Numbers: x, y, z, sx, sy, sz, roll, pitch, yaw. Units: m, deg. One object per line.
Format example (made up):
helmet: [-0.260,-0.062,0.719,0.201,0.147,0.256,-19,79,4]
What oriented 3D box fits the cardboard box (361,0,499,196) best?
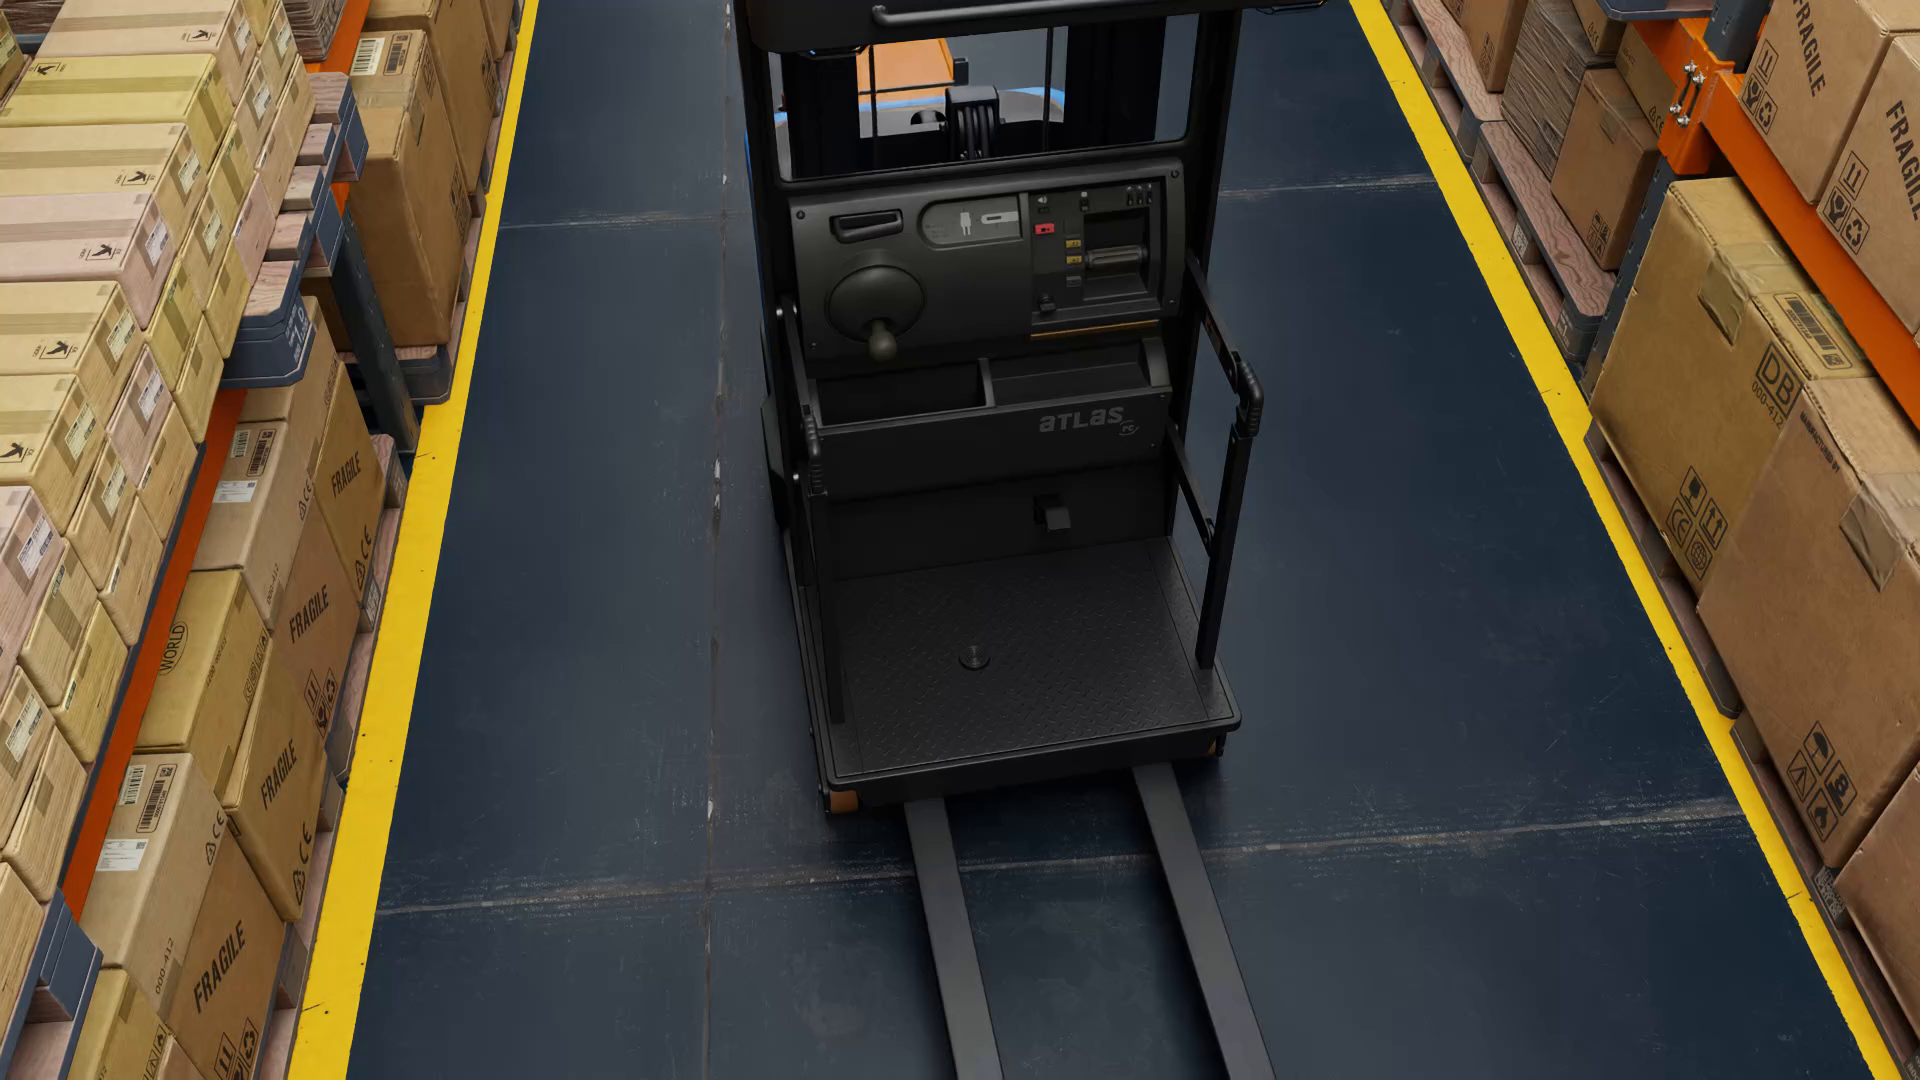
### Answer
cardboard box: [-2.346,-1.775,6.126,1.050,0.750,0.750,-3,47,-3]

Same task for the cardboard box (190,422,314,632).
cardboard box: [-1.937,-0.025,4.124,0.500,0.250,0.500,-3,47,-3]

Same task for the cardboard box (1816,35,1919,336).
cardboard box: [2.458,-0.848,3.918,0.500,0.500,0.500,-5,47,-4]

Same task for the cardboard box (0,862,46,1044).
cardboard box: [-1.614,0.634,2.467,0.380,0.149,0.250,-3,47,-3]

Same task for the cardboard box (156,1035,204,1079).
cardboard box: [-1.817,1.350,3.338,0.500,0.500,0.500,-2,47,-1]

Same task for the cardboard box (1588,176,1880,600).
cardboard box: [2.680,-0.468,4.801,1.225,0.875,0.875,-5,47,-5]

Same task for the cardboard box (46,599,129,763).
cardboard box: [-1.663,0.253,2.829,0.380,0.149,0.250,-4,47,-4]

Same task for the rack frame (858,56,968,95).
rack frame: [-0.223,-1.058,5.477,0.500,1.125,0.032,-8,47,-7]

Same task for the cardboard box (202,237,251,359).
cardboard box: [-1.751,-0.509,3.550,0.380,0.149,0.250,-4,47,-4]

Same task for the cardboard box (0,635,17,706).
cardboard box: [-1.637,0.239,2.431,0.380,0.149,0.250,-4,47,-4]

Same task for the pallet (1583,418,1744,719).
pallet: [2.634,-0.021,5.124,1.003,0.211,1.213,-3,47,-3]

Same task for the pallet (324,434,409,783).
pallet: [-2.244,0.198,4.917,1.003,0.211,1.213,-3,47,-3]

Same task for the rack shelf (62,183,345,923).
rack shelf: [-2.141,0.368,3.331,1.077,0.370,4.000,-3,47,-3]

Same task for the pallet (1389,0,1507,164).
pallet: [2.480,-2.042,7.038,1.003,0.211,1.213,-3,47,-3]

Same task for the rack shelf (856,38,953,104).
rack shelf: [-0.318,-1.622,5.608,0.538,0.278,1.000,-8,47,-7]

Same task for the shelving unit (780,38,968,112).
shelving unit: [-0.318,-1.421,5.821,0.538,1.125,1.048,-8,47,-7]

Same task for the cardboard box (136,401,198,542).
cardboard box: [-1.707,-0.127,3.188,0.380,0.149,0.250,-2,47,-2]

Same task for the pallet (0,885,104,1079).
pallet: [-1.893,1.072,2.301,1.003,0.211,1.213,-3,47,-3]

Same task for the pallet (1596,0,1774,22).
pallet: [2.477,-1.998,5.208,1.213,0.211,1.003,-3,47,-3]

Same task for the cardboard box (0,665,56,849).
cardboard box: [-1.641,0.337,2.543,0.380,0.149,0.250,-2,47,-2]

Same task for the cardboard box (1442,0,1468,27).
cardboard box: [2.406,-2.544,7.012,0.700,0.500,0.500,-7,47,-7]

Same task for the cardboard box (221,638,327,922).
cardboard box: [-1.893,0.607,4.042,0.500,0.500,0.500,-5,47,-5]

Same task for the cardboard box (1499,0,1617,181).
cardboard box: [2.507,-1.730,6.241,0.700,0.500,0.500,-7,47,-7]

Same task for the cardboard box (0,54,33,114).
cardboard box: [-2.472,-1.048,4.060,0.380,0.149,0.250,-4,47,-4]

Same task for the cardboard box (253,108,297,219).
cardboard box: [-1.790,-0.875,3.897,0.380,0.149,0.250,-4,47,-3]

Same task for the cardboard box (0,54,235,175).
cardboard box: [-1.770,-0.891,3.502,0.380,0.149,0.250,-2,47,-2]

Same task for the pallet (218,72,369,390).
pallet: [-2.143,-0.751,4.027,1.213,0.211,1.003,-3,47,-3]

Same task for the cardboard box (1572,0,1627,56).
cardboard box: [2.502,-1.970,5.952,0.500,0.250,0.500,1,47,1]

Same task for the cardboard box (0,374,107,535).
cardboard box: [-1.684,-0.138,2.789,0.380,0.149,0.250,-2,47,-2]

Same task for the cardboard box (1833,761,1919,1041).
cardboard box: [2.828,0.818,3.584,1.225,0.875,0.875,-5,47,-5]

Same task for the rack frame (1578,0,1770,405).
rack frame: [2.643,-1.554,4.656,1.000,3.000,0.127,-3,47,-3]

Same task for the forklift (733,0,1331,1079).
forklift: [0.116,-0.558,3.760,1.130,2.935,3.031,-8,47,-7]

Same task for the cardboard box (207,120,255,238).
cardboard box: [-1.765,-0.773,3.595,0.380,0.149,0.250,-2,47,-2]

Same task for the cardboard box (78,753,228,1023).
cardboard box: [-1.857,0.720,3.418,0.500,0.250,0.500,-2,47,-2]

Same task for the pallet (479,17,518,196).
pallet: [-2.398,-1.823,6.831,1.003,0.211,1.213,-3,47,-3]

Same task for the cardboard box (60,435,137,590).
cardboard box: [-1.681,-0.037,2.898,0.380,0.149,0.250,-4,47,-4]

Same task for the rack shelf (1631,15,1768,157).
rack shelf: [2.475,-2.754,6.288,1.077,0.370,4.000,-3,47,-3]

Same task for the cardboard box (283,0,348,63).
cardboard box: [-2.077,-1.702,4.727,0.500,0.500,0.500,-3,47,-3]

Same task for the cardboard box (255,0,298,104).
cardboard box: [-1.813,-1.157,3.958,0.380,0.149,0.250,-3,47,-2]

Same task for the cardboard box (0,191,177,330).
cardboard box: [-1.729,-0.523,3.153,0.380,0.149,0.250,-3,47,-3]

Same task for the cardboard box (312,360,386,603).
cardboard box: [-1.993,-0.151,4.759,0.500,0.500,0.500,-4,47,-3]

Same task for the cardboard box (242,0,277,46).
cardboard box: [-1.811,-1.262,3.853,0.380,0.149,0.250,-5,47,-5]

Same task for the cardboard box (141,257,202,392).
cardboard box: [-1.726,-0.412,3.253,0.380,0.149,0.250,-4,47,-4]
